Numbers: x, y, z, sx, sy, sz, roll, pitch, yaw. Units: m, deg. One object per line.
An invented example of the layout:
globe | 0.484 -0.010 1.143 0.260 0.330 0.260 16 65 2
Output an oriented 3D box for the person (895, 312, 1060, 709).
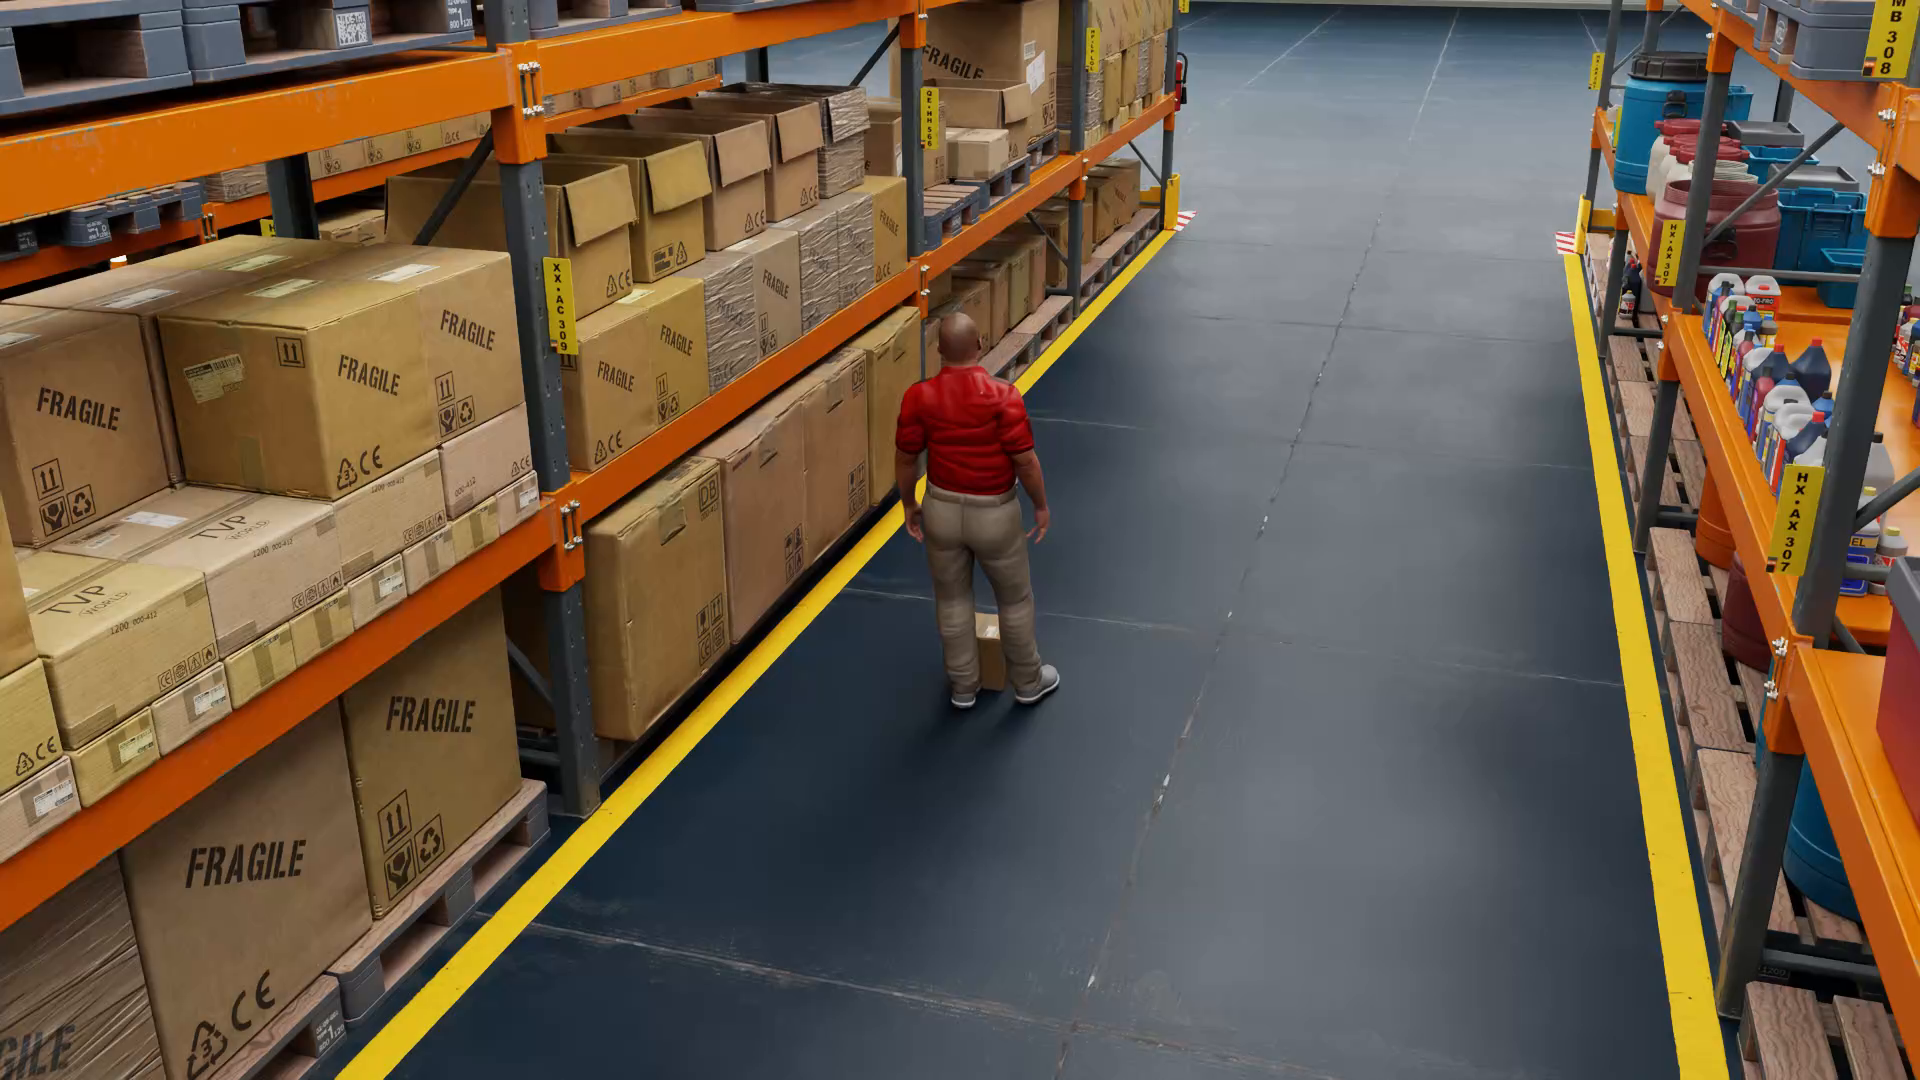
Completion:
person | 0.079 -0.126 6.902 0.639 1.727 0.551 6 22 14
